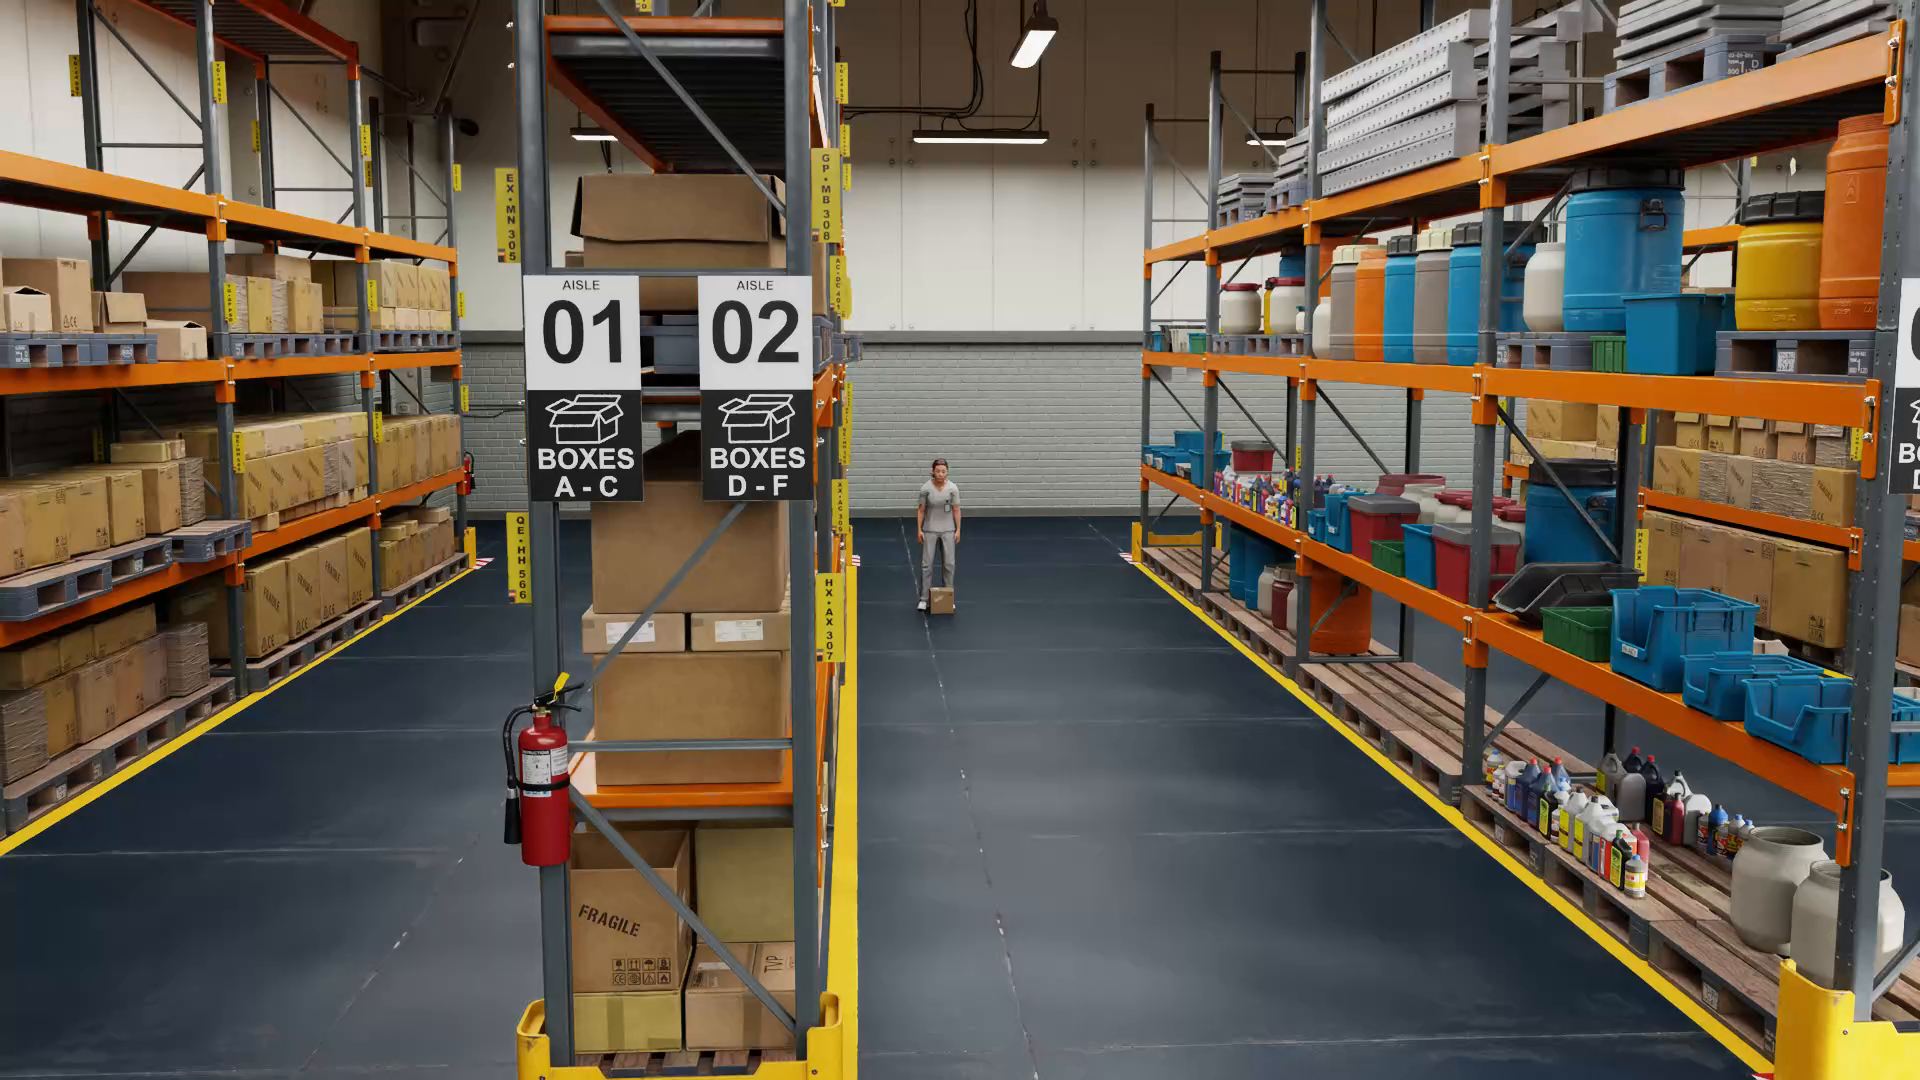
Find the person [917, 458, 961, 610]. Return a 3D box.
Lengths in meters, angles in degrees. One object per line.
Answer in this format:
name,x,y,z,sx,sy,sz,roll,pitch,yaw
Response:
person,-0.233,-0.074,18.359,0.486,1.673,0.358,0,7,-3
